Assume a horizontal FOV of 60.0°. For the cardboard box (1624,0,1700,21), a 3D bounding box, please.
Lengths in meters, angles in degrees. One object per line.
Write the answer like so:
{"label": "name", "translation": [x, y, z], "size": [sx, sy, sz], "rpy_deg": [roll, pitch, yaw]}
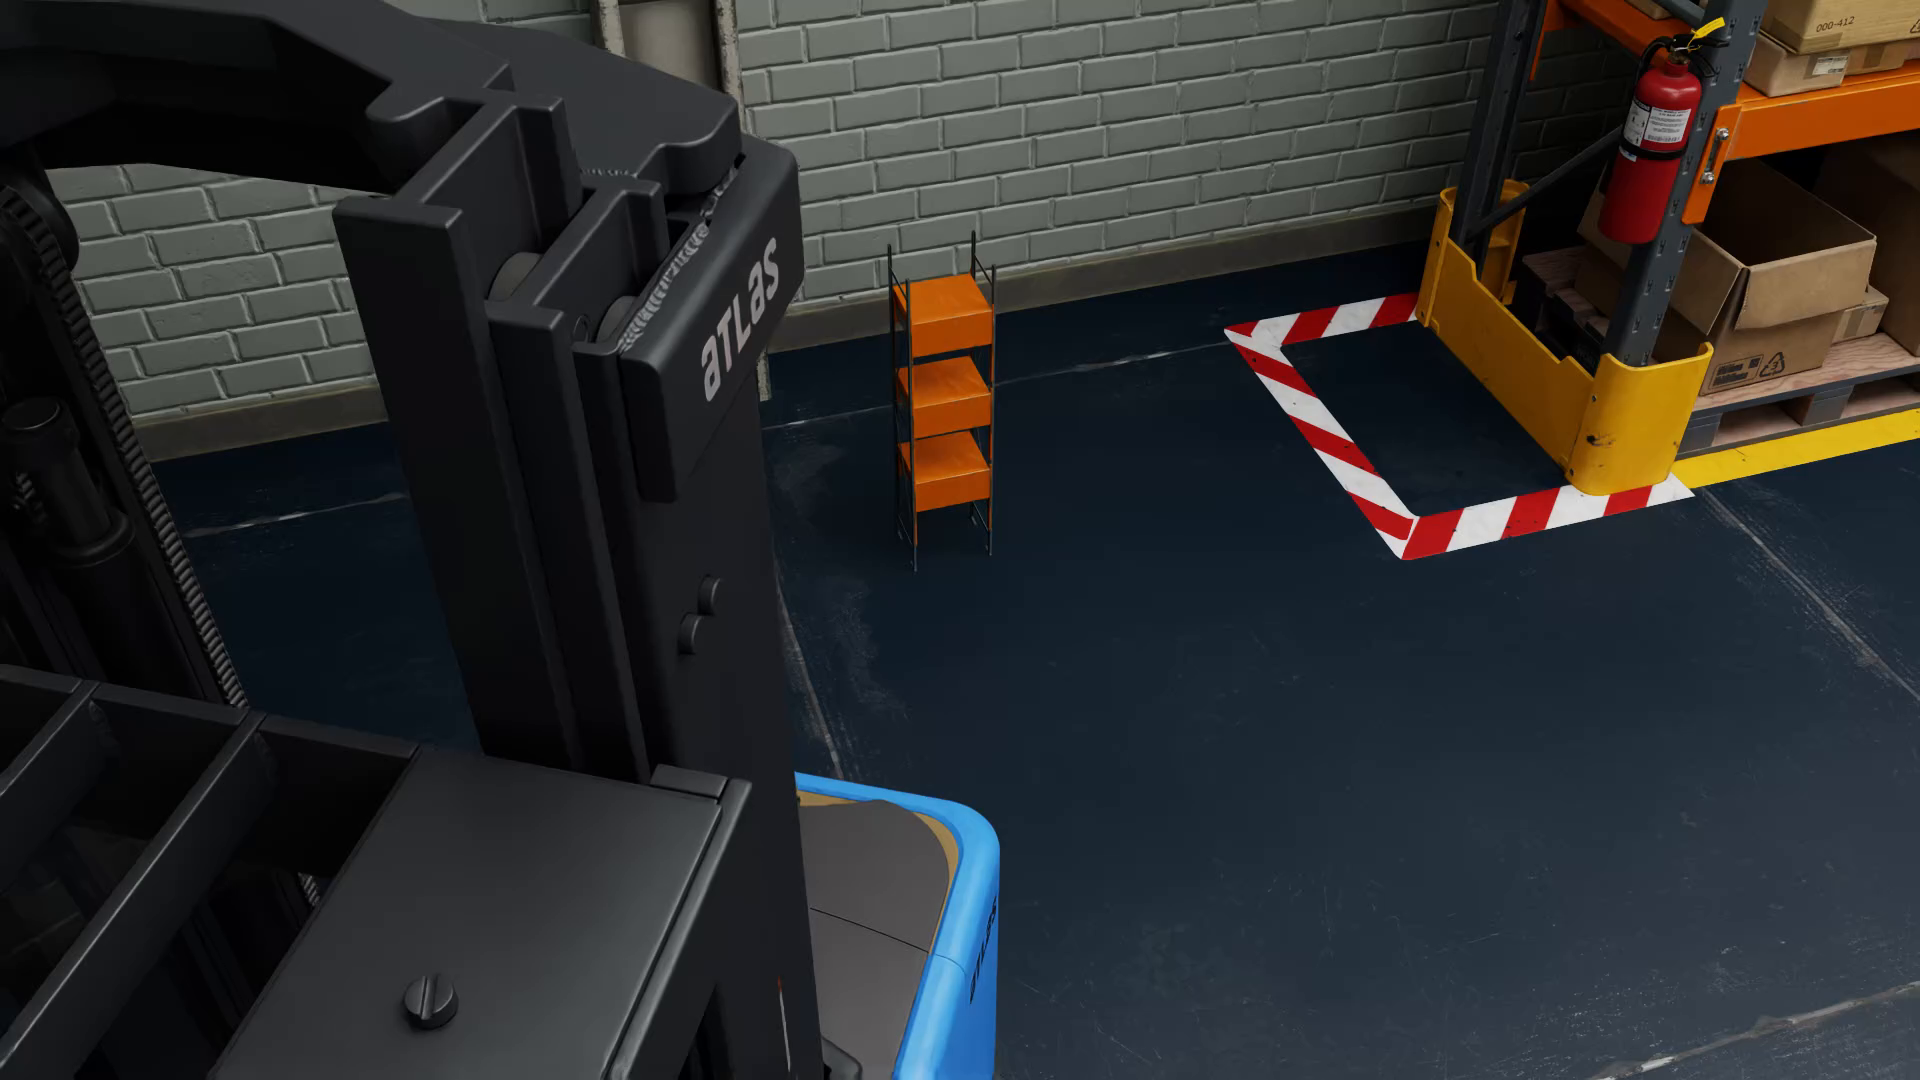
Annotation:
{"label": "cardboard box", "translation": [2.185, -1.786, 5.206], "size": [0.250, 0.149, 0.380], "rpy_deg": [-12, 43, -14]}

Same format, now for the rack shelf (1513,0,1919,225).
{"label": "rack shelf", "translation": [3.857, -1.771, 5.545], "size": [4.000, 0.370, 1.077], "rpy_deg": [-12, 42, -13]}

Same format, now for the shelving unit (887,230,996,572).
{"label": "shelving unit", "translation": [-0.051, -0.385, 4.892], "size": [0.252, 1.050, 0.215], "rpy_deg": [-12, 42, -13]}

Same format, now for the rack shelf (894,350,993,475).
{"label": "rack shelf", "translation": [-0.051, -0.377, 4.899], "size": [0.240, 0.259, 0.215], "rpy_deg": [-12, 42, -13]}

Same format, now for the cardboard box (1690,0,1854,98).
{"label": "cardboard box", "translation": [2.345, -1.445, 4.815], "size": [0.250, 0.149, 0.380], "rpy_deg": [-12, 43, -13]}

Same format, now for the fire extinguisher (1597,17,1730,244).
{"label": "fire extinguisher", "translation": [1.948, -1.158, 4.638], "size": [0.183, 0.674, 0.296], "rpy_deg": [-12, 42, -13]}

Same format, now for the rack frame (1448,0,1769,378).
{"label": "rack frame", "translation": [1.949, -1.647, 4.855], "size": [0.127, 3.000, 1.000], "rpy_deg": [-12, 42, -13]}

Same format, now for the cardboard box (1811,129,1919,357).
{"label": "cardboard box", "translation": [3.388, -1.070, 5.775], "size": [0.500, 0.500, 0.700], "rpy_deg": [-10, 42, -11]}

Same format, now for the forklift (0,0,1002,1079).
{"label": "forklift", "translation": [-0.753, 1.068, 1.799], "size": [1.130, 2.935, 3.031], "rpy_deg": [9, 42, 10]}

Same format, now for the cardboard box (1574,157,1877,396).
{"label": "cardboard box", "translation": [2.561, -0.927, 5.609], "size": [0.637, 0.503, 0.797], "rpy_deg": [-13, 43, -15]}

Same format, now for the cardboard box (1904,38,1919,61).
{"label": "cardboard box", "translation": [2.814, -1.598, 4.991], "size": [0.250, 0.149, 0.380], "rpy_deg": [-12, 43, -14]}

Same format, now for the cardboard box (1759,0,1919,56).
{"label": "cardboard box", "translation": [2.463, -1.623, 4.716], "size": [0.500, 0.250, 0.500], "rpy_deg": [-11, 42, -13]}

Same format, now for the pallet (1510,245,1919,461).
{"label": "pallet", "translation": [2.782, -0.770, 5.971], "size": [1.213, 0.211, 1.003], "rpy_deg": [-12, 42, -13]}

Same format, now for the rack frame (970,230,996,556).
{"label": "rack frame", "translation": [0.065, -0.409, 4.920], "size": [0.008, 1.050, 0.200], "rpy_deg": [-12, 42, -13]}

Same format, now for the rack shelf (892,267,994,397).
{"label": "rack shelf", "translation": [-0.051, -0.590, 4.713], "size": [0.240, 0.259, 0.215], "rpy_deg": [-12, 42, -13]}

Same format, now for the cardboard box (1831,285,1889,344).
{"label": "cardboard box", "translation": [2.978, -0.853, 5.794], "size": [0.250, 0.149, 0.380], "rpy_deg": [-13, 43, -15]}

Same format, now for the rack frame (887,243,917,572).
{"label": "rack frame", "translation": [-0.167, -0.361, 4.865], "size": [0.008, 1.050, 0.200], "rpy_deg": [-12, 42, -13]}

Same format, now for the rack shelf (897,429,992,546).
{"label": "rack shelf", "translation": [-0.051, -0.168, 5.082], "size": [0.240, 0.259, 0.215], "rpy_deg": [-12, 42, -13]}

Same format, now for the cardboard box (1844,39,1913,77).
{"label": "cardboard box", "translation": [2.574, -1.525, 4.906], "size": [0.250, 0.149, 0.380], "rpy_deg": [-11, 42, -12]}

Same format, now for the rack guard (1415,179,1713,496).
{"label": "rack guard", "translation": [2.022, -0.721, 5.695], "size": [0.348, 0.500, 1.175], "rpy_deg": [-12, 42, -13]}
